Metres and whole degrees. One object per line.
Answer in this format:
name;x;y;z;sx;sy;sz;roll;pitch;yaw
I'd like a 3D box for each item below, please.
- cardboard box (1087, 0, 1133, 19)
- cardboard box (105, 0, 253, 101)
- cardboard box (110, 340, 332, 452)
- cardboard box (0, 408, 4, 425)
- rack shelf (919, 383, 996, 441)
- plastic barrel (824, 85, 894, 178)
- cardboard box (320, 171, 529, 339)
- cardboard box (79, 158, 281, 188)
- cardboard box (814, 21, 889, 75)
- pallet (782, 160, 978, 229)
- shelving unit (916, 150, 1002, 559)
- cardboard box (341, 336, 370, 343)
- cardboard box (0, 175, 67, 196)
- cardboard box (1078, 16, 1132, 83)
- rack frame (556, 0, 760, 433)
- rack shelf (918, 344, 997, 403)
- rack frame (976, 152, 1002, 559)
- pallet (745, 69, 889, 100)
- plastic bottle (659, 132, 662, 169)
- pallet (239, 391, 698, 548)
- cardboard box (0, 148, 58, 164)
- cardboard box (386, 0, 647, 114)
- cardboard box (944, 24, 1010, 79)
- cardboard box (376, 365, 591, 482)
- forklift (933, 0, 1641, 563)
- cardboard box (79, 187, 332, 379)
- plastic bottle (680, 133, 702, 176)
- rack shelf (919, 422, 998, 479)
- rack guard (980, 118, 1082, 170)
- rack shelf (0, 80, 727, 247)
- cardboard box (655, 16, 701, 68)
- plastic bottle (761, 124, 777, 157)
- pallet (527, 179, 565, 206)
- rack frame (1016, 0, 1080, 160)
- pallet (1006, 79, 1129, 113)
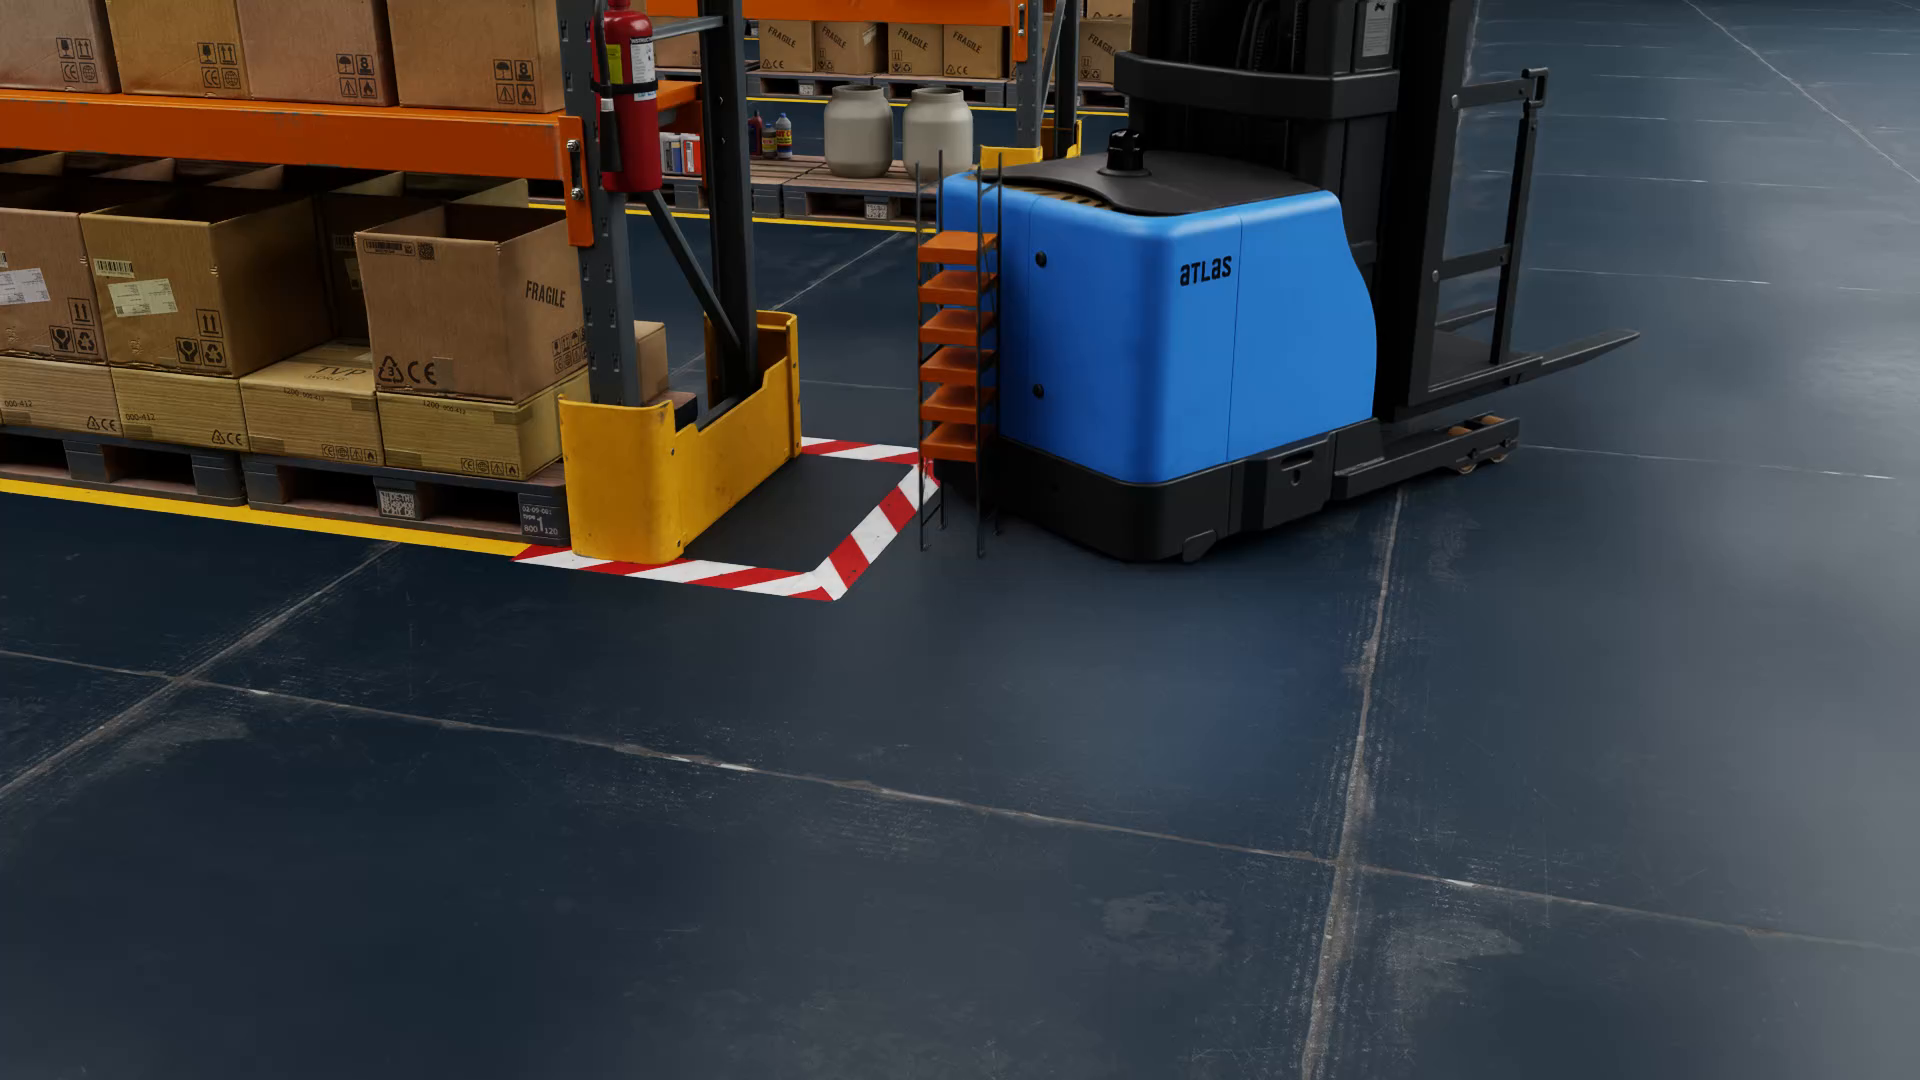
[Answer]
cardboard box;1.966;-6.285;18.887;0.875;0.875;0.875;6;23;15
cardboard box;-2.338;-1.753;5.458;0.500;0.500;0.700;7;23;16
cardboard box;-2.477;-0.516;5.646;0.500;0.250;0.500;7;23;16
cardboard box;-3.436;-0.624;5.910;0.500;0.250;0.500;7;23;16
rack shelf;-0.001;-0.397;5.090;0.180;0.103;0.258;7;23;15
plastic barrel;-0.615;-2.480;10.088;0.421;0.512;0.421;0;22;0
cardboard box;-1.845;-1.001;5.839;0.500;0.500;0.500;7;23;16
cardboard box;-2.801;-1.112;6.111;0.500;0.500;0.500;7;23;16
cardboard box;-0.959;-4.495;15.016;0.500;0.500;0.500;15;27;32
pallet;-0.345;-2.130;10.183;1.213;0.211;1.003;7;23;16
shelving unit;-0.001;-0.549;5.027;0.189;1.200;0.258;7;23;15
cardboard box;-1.846;-0.653;5.980;0.500;0.250;0.500;7;23;16
cardboard box;-3.435;-0.972;5.768;0.500;0.500;0.500;7;23;16
cardboard box;1.355;-4.249;14.417;0.500;0.500;0.500;11;25;25
rack frame;-0.917;-1.538;5.067;0.127;3.000;1.000;7;23;16
rack shelf;-0.001;-0.508;5.044;0.180;0.103;0.258;7;23;15
rack frame;0.087;-0.539;5.003;0.006;1.200;0.240;7;23;15
pallet;-1.228;-4.225;15.291;1.213;0.211;1.003;7;23;16
plastic bottle;-1.893;-2.427;10.145;0.185;0.351;0.144;8;23;18
pallet;-1.661;-0.317;5.764;1.213;0.211;1.003;7;23;16
cardboard box;-3.764;-1.215;6.362;0.500;0.500;0.500;7;23;16
cardboard box;-1.360;-1.640;5.184;0.500;0.500;0.700;7;23;16
cardboard box;0.179;-4.378;14.731;0.500;0.500;0.500;9;24;20
cardboard box;-1.516;-0.412;5.391;0.500;0.250;0.500;7;23;16
forklift;1.372;-1.725;5.614;3.031;2.935;1.130;-17;28;-36
cardboard box;-2.478;-0.862;5.501;0.500;0.500;0.500;7;23;16
plastic bottle;-1.601;-2.360;10.081;0.135;0.276;0.152;7;23;16
rack shelf;-0.001;-0.286;5.135;0.180;0.103;0.258;7;23;15
rack guard;0.431;-2.172;9.907;0.348;0.500;1.175;7;23;16
rack shelf;-2.832;-1.425;5.738;4.000;0.370;1.077;7;23;16
cardboard box;-2.463;-4.698;15.484;0.500;0.500;0.700;5;23;11
plastic bottle;-1.227;-2.570;10.689;0.097;0.201;0.097;0;22;0
pallet;-2.681;-2.397;10.835;1.213;0.211;1.003;7;23;16
rack frame;0.517;-3.337;9.454;0.127;3.000;1.000;7;23;16
pallet;1.108;-3.957;14.639;1.213;0.211;1.003;7;23;16
